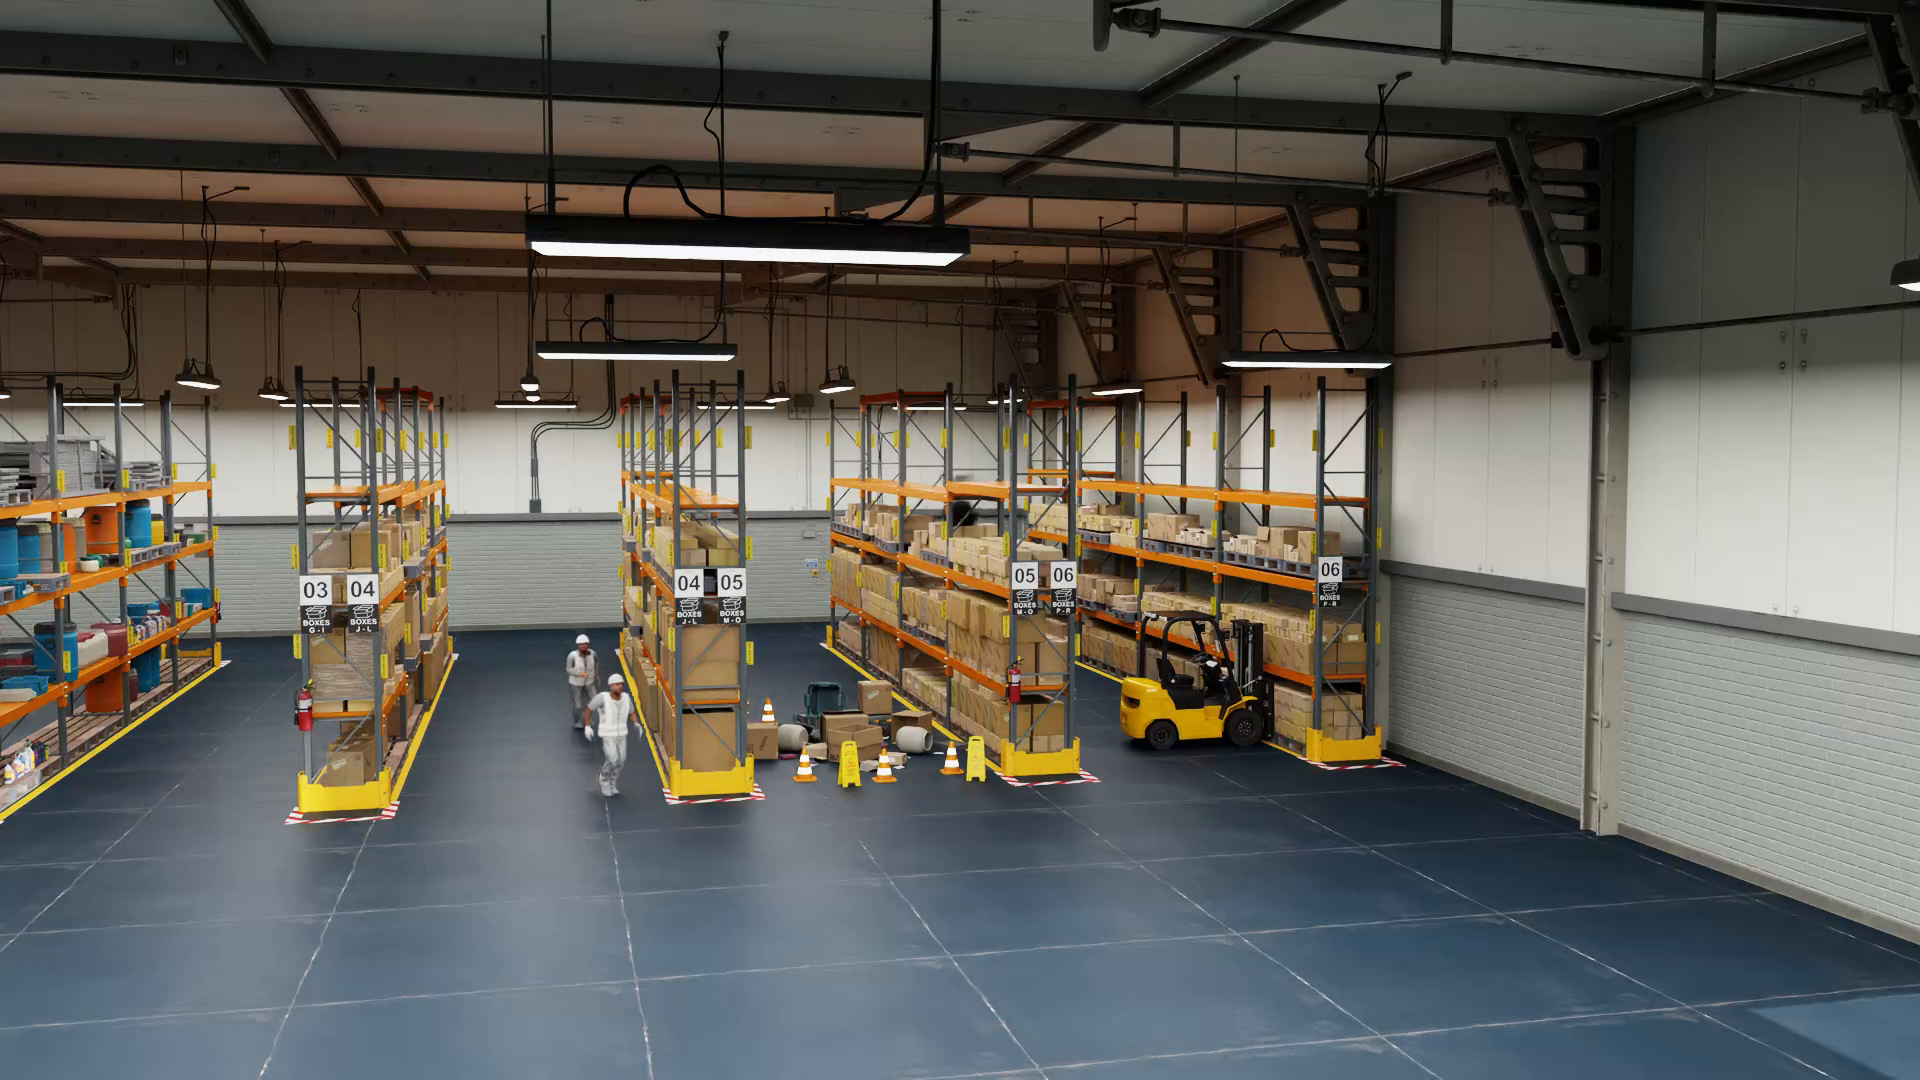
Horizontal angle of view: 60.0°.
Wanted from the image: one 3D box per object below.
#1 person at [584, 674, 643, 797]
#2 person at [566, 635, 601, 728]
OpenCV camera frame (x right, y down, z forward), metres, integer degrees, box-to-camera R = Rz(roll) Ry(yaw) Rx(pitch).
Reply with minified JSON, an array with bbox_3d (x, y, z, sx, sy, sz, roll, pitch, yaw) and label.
[{"bbox_3d":[-4.835,2.744,23.309,0.677,1.737,0.703,-3,5,-41],"label":"person"},{"bbox_3d":[-6.494,2.455,28.688,0.661,1.672,0.838,-2,4,-31],"label":"person"}]
